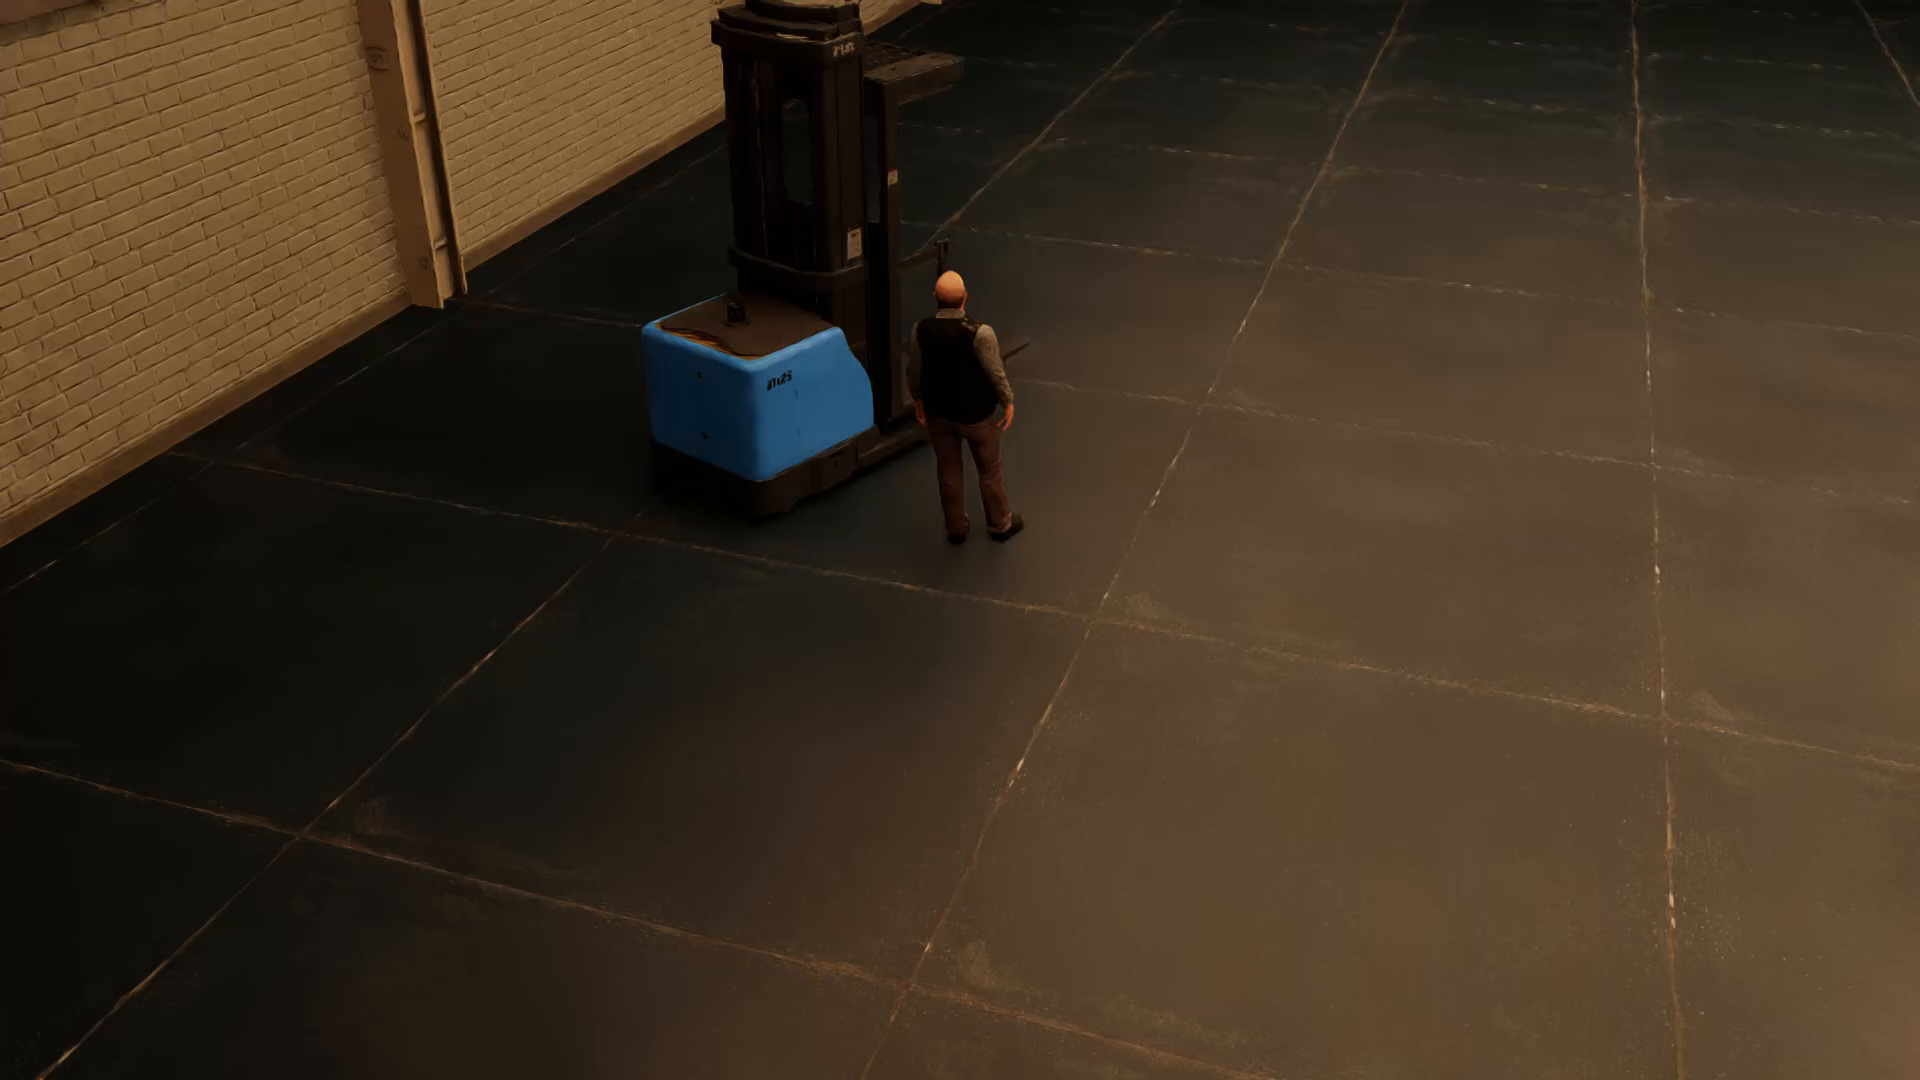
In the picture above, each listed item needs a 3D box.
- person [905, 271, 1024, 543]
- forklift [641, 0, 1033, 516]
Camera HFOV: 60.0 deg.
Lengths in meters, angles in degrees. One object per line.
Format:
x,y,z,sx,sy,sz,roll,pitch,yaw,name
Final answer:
0.028,-0.782,9.715,0.632,1.720,0.567,10,31,16,person
-0.670,-2.082,10.789,1.130,2.935,3.031,22,36,33,forklift
